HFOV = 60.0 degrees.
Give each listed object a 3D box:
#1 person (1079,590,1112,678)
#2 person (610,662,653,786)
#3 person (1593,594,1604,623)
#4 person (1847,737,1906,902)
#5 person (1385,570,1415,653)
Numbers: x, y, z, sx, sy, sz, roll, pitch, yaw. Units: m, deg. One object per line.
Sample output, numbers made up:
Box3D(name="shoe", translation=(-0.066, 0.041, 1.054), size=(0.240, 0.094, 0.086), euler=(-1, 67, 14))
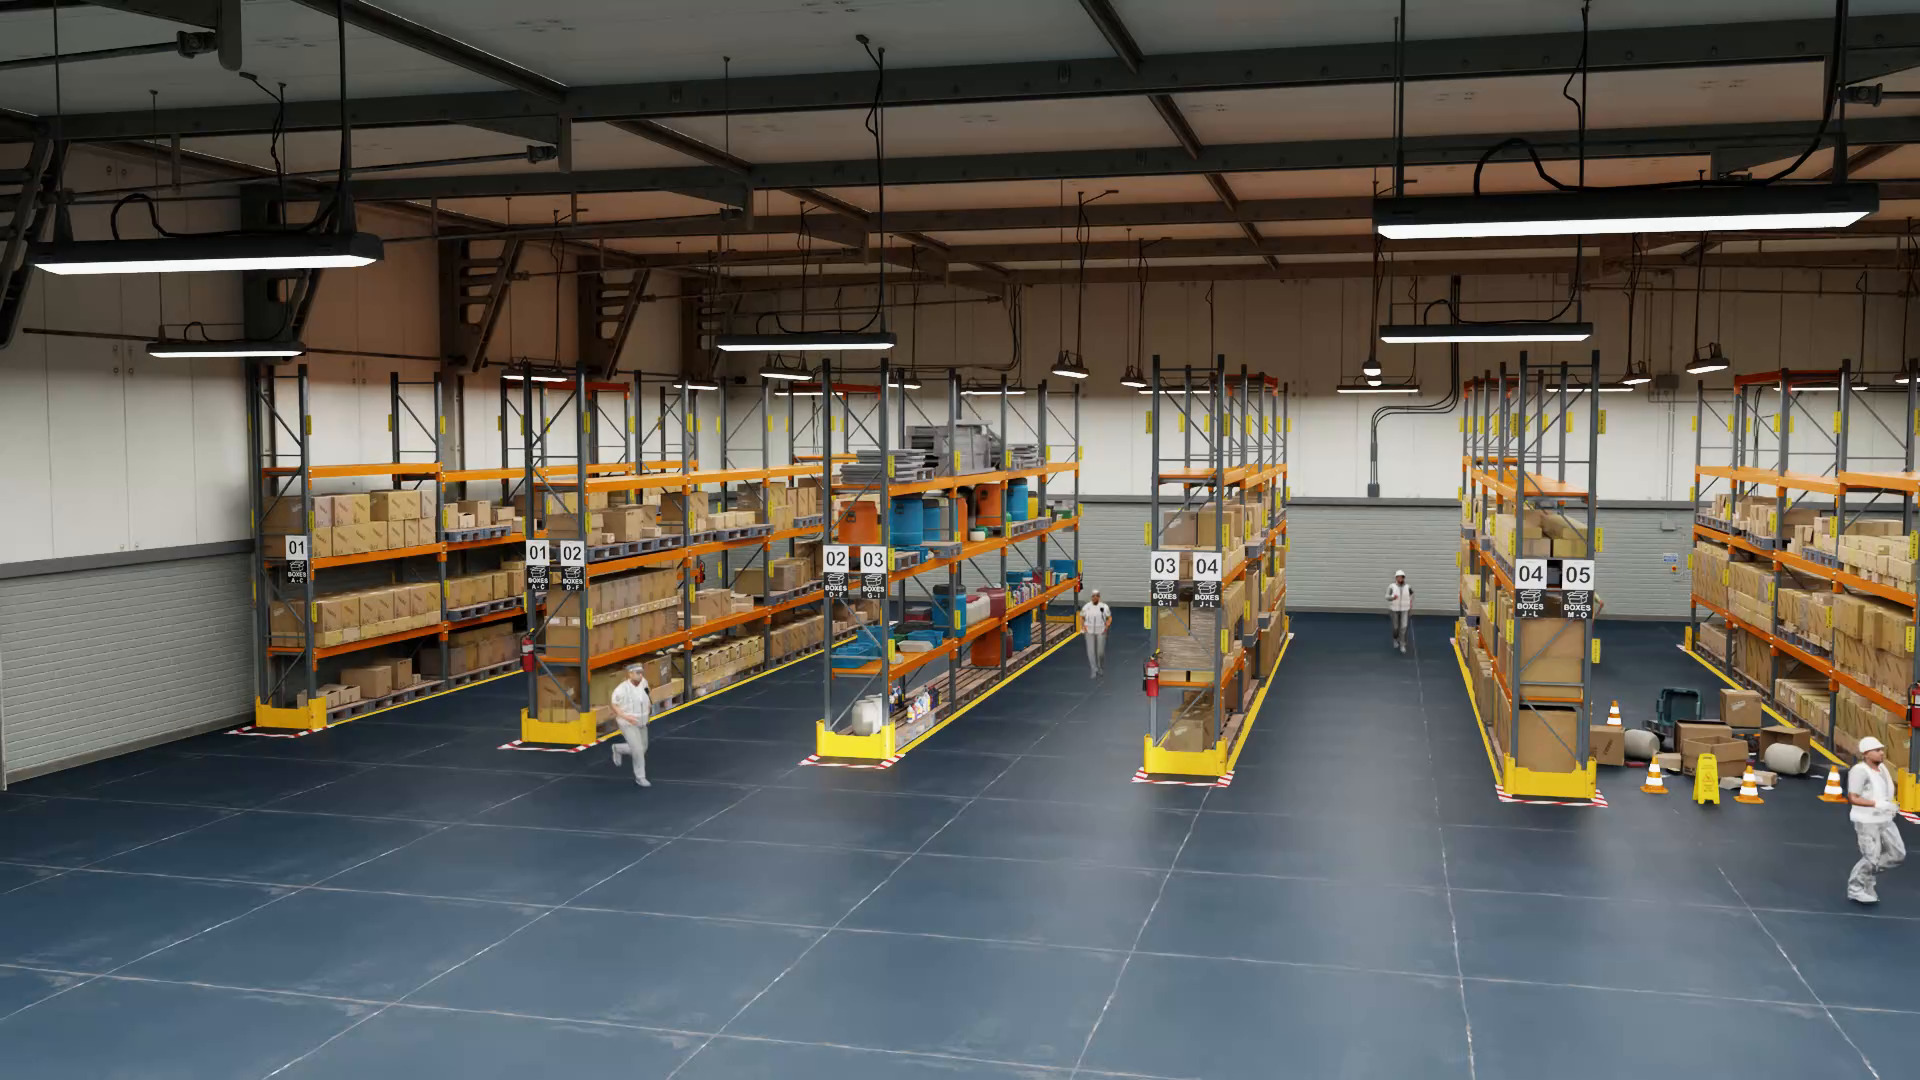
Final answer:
Box3D(name="person", translation=(2.527, 1.754, 31.172), size=(0.613, 1.653, 0.491), euler=(1, 4, 10))
Box3D(name="person", translation=(-4.627, 2.561, 23.277), size=(0.799, 1.759, 0.682), euler=(3, 5, 36))
Box3D(name="person", translation=(13.397, 1.692, 35.566), size=(0.575, 1.652, 0.970), euler=(0, 4, 4))
Box3D(name="person", translation=(9.548, 2.925, 17.283), size=(0.665, 1.746, 0.614), euler=(-2, 5, -29))
Box3D(name="person", translation=(9.693, 1.551, 36.646), size=(0.656, 1.765, 0.921), euler=(1, 4, 11))
